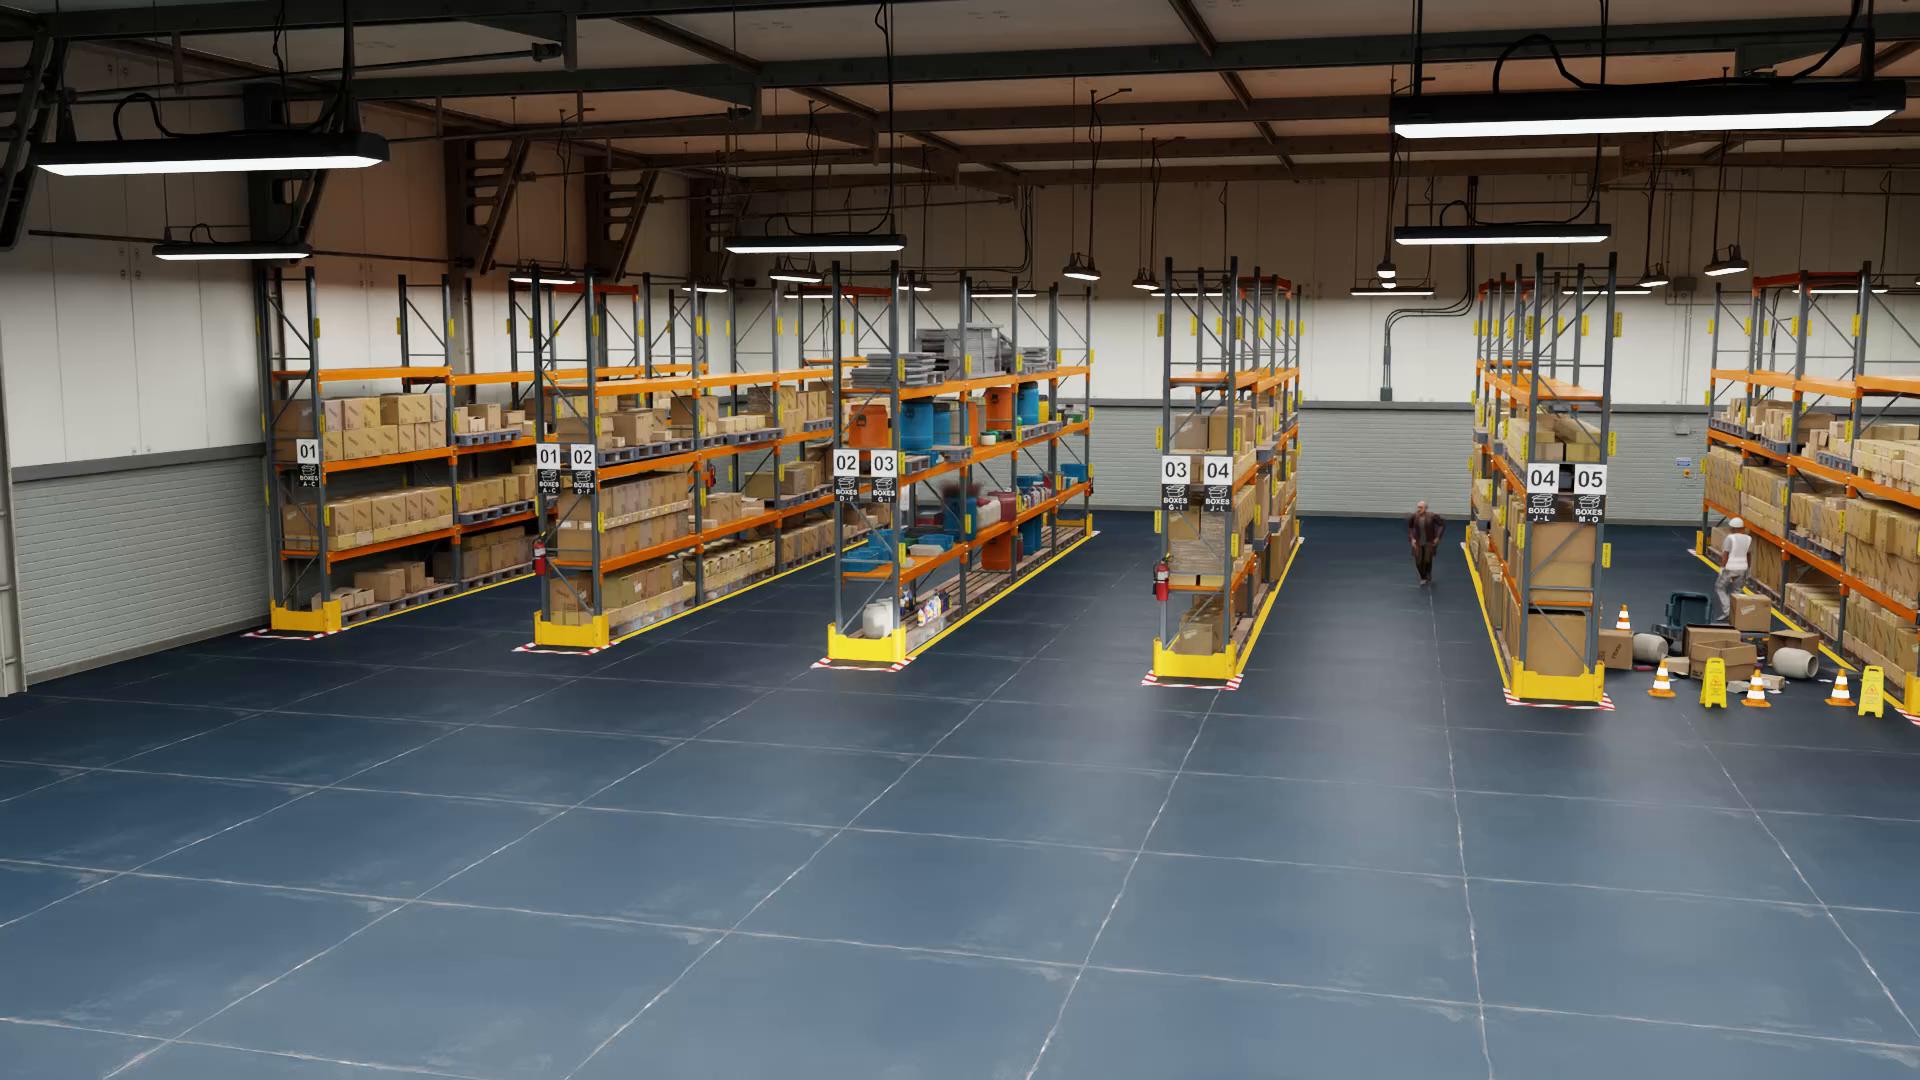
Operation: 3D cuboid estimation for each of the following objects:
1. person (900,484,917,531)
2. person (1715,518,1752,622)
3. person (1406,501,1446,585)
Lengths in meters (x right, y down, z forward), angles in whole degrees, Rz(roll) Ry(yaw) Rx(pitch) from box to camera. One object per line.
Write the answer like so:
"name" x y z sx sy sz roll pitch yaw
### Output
"person" -1.316 -0.733 38.430 0.652 1.708 1.085 2 8 15
"person" 13.264 0.517 28.492 0.600 1.803 0.401 -2 7 -12
"person" 9.097 0.061 32.498 0.751 1.680 0.664 3 8 24
